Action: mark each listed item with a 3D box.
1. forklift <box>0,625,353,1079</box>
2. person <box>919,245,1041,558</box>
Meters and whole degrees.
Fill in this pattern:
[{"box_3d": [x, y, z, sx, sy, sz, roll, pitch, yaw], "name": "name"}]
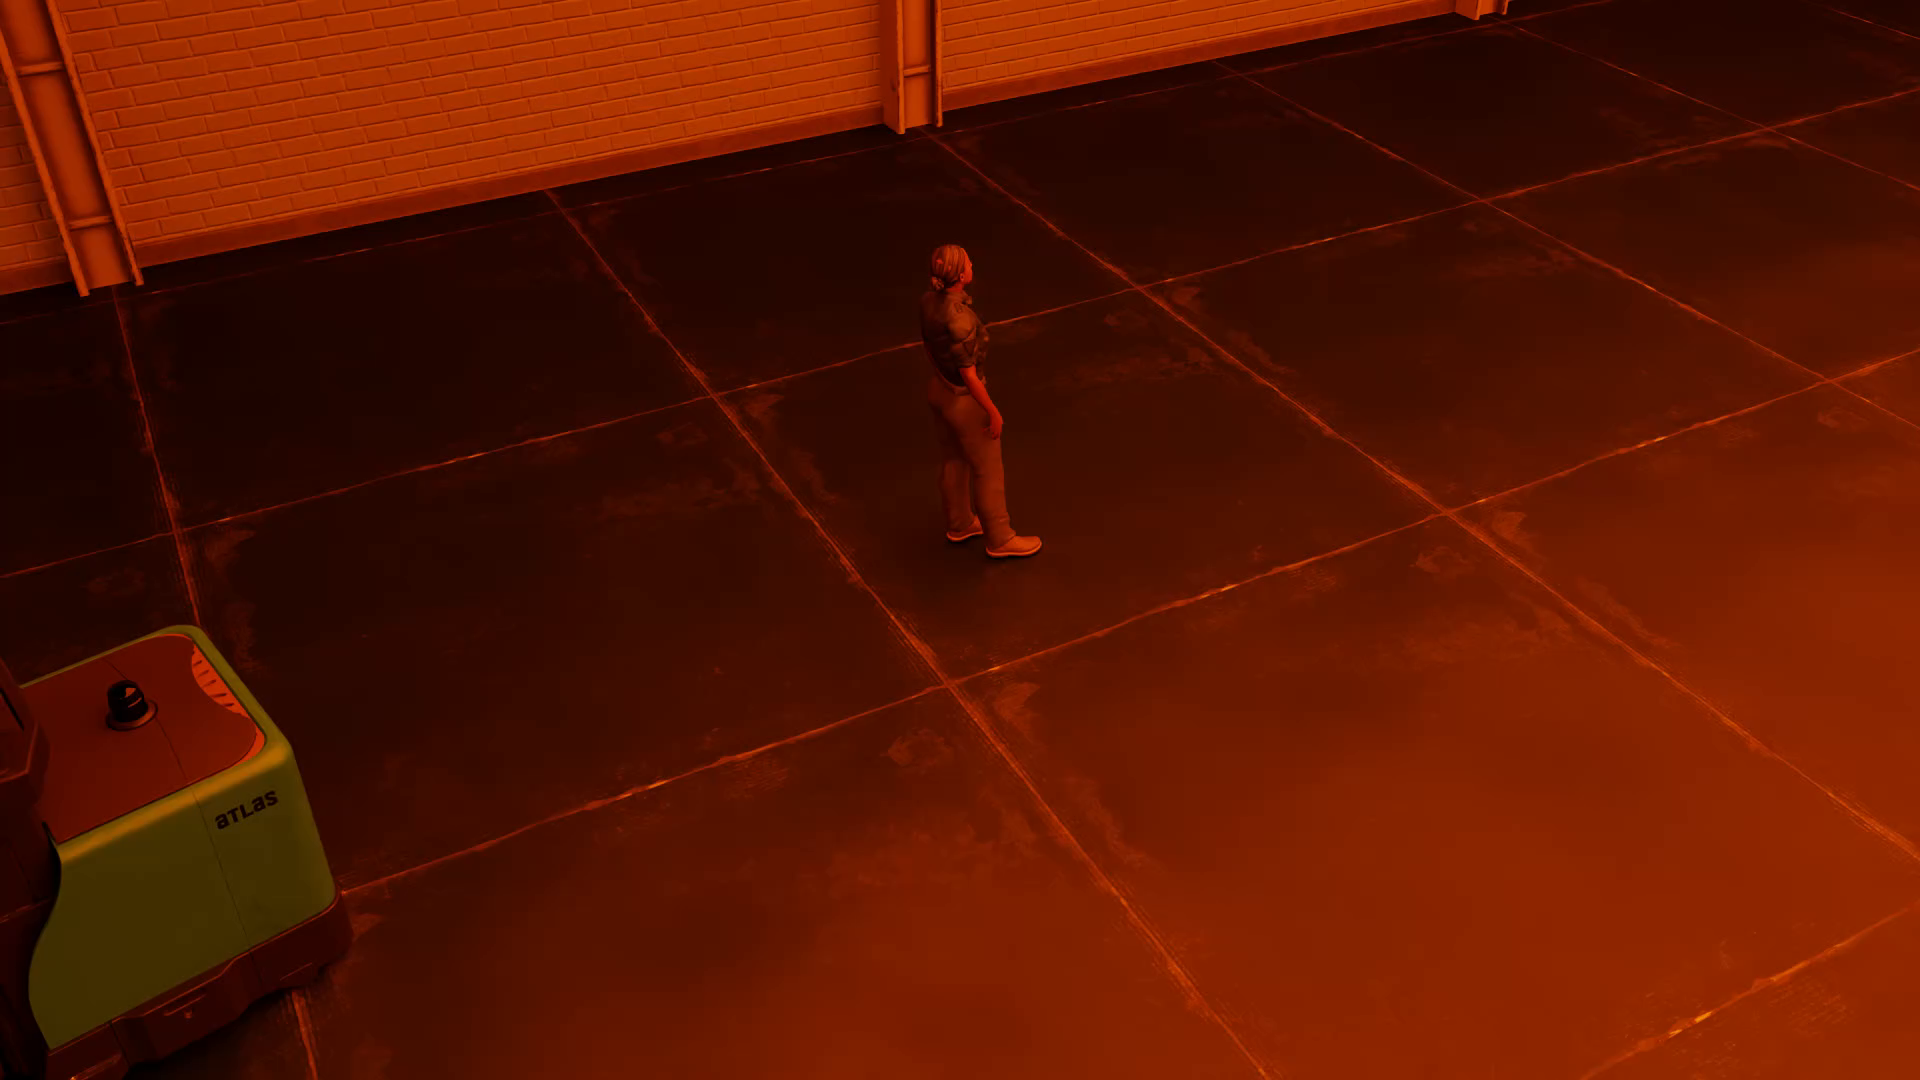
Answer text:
[{"box_3d": [-3.774, 0.742, 5.073, 3.031, 2.935, 1.130, -26, 43, -32], "name": "forklift"}, {"box_3d": [0.087, -0.695, 8.200, 0.504, 1.654, 0.569, -17, 39, -23], "name": "person"}]
